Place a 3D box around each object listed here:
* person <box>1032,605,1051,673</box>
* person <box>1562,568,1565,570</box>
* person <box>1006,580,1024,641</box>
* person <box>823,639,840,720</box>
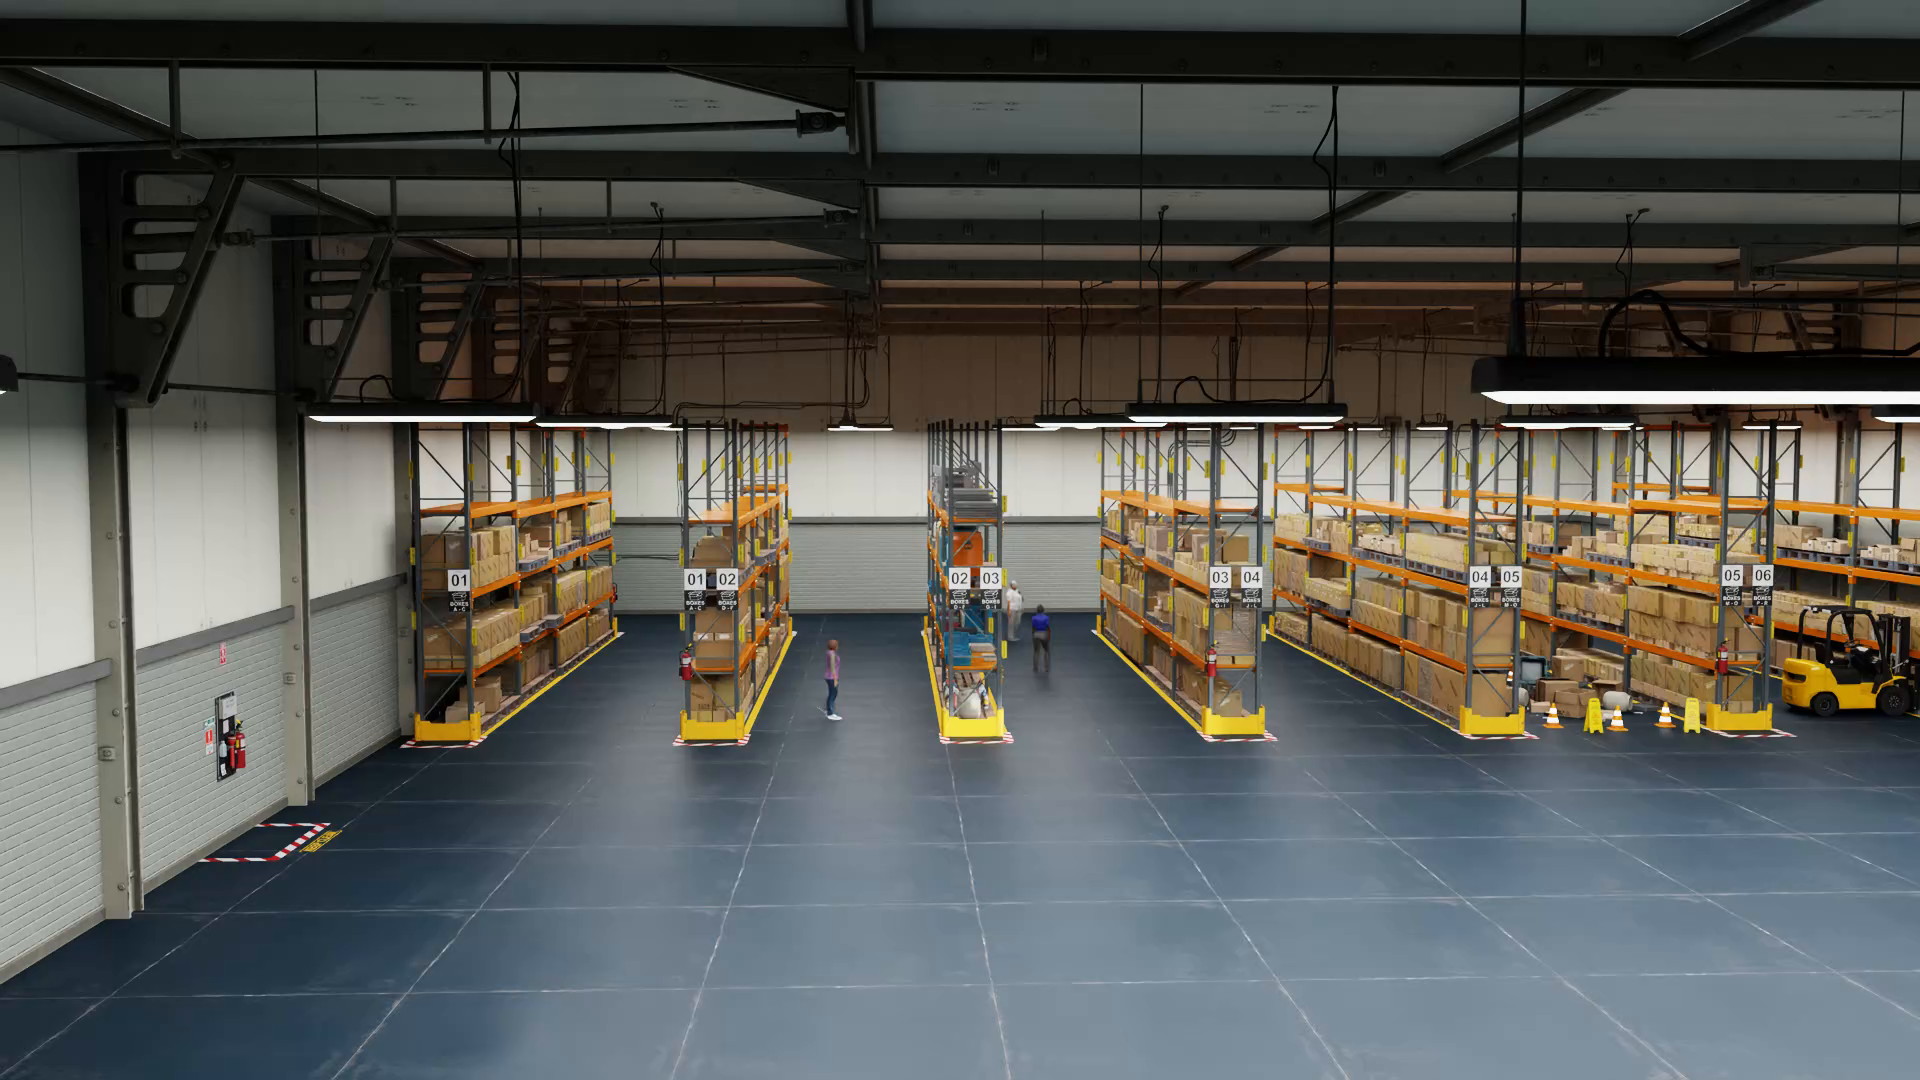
[{"bbox_3d":[1.960,2.393,39.738,0.490,1.702,0.623,2,4,24],"label":"person"},{"bbox_3d":[17.842,1.697,49.357,1.023,1.744,0.641,0,4,-4],"label":"person"},{"bbox_3d":[1.482,1.937,45.596,0.429,1.681,0.553,4,5,44],"label":"person"},{"bbox_3d":[-2.572,2.819,33.388,0.332,1.660,0.500,-1,4,-11],"label":"person"}]
